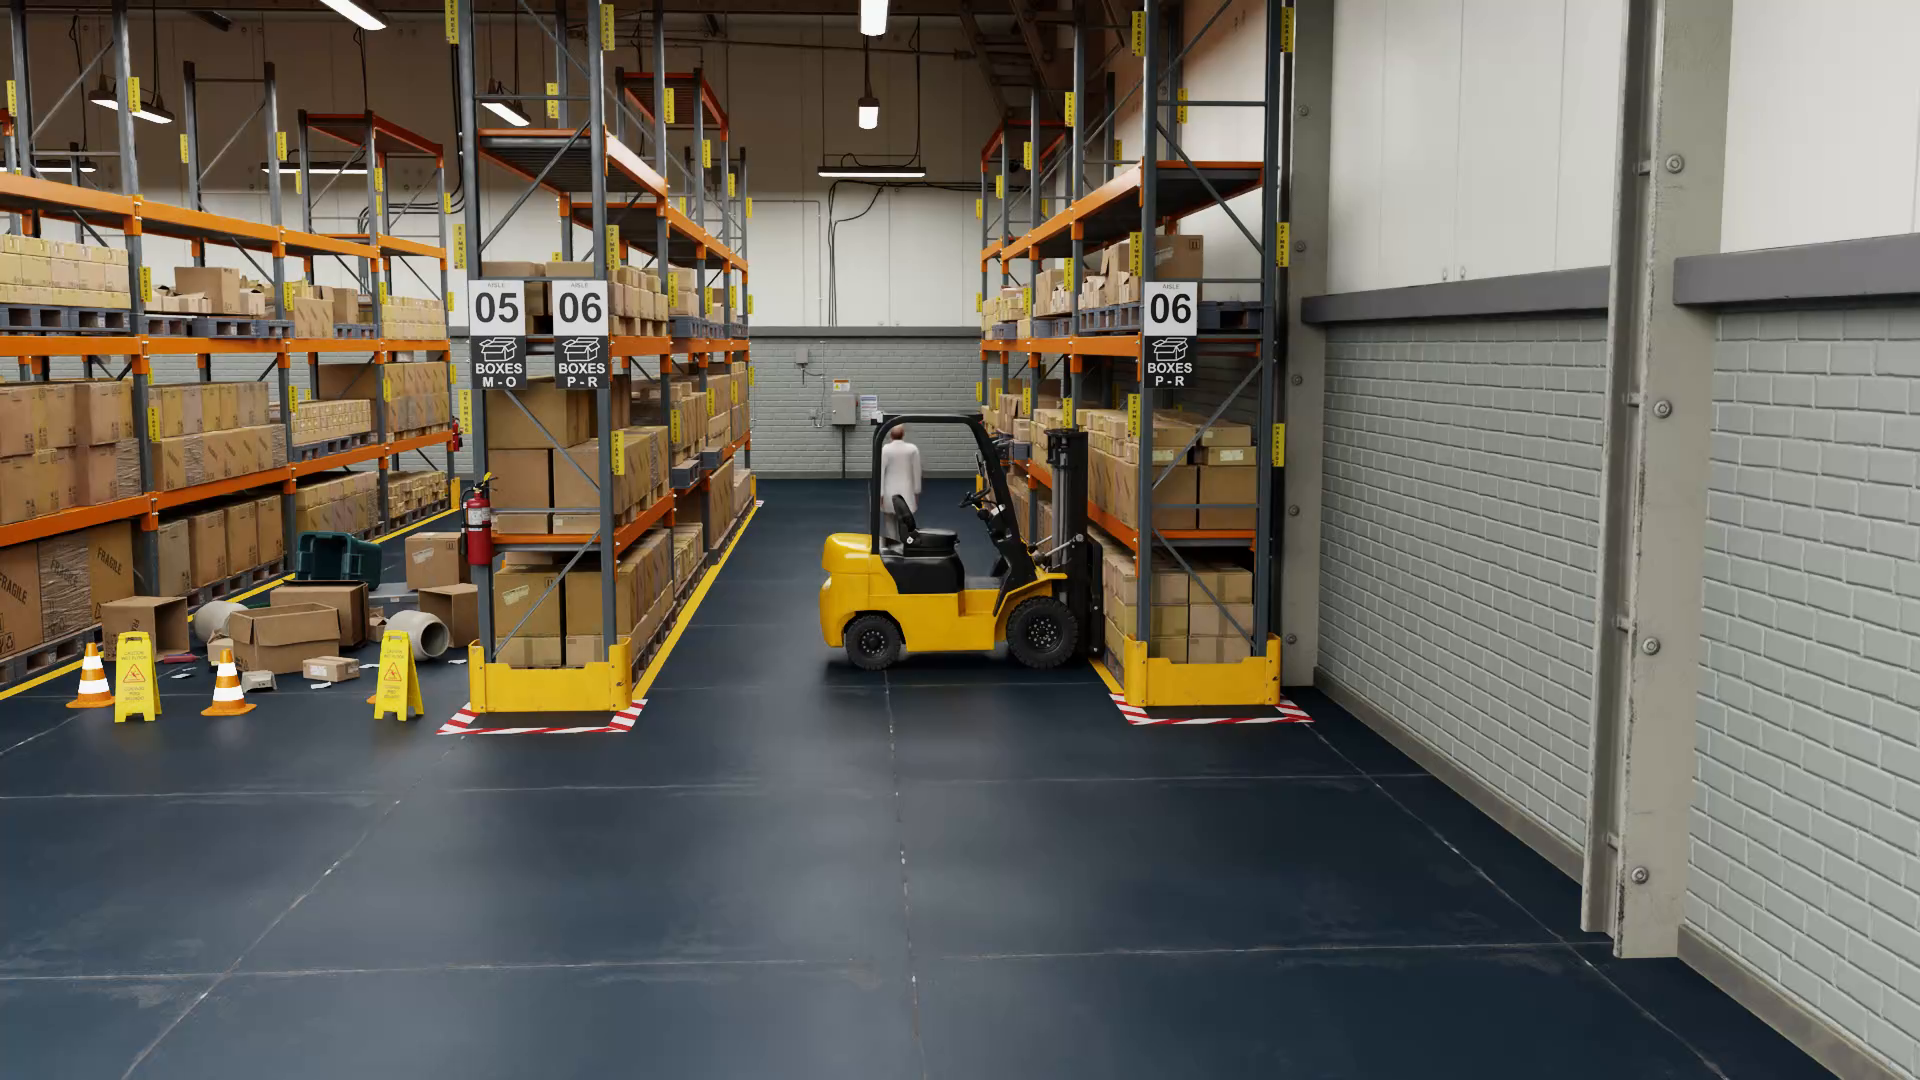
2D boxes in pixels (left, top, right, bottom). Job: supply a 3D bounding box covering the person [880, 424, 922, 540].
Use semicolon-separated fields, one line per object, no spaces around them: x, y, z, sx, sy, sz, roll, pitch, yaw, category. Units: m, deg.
-0.754;-0.578;20.601;0.577;1.756;0.778;-1;7;-11;person
